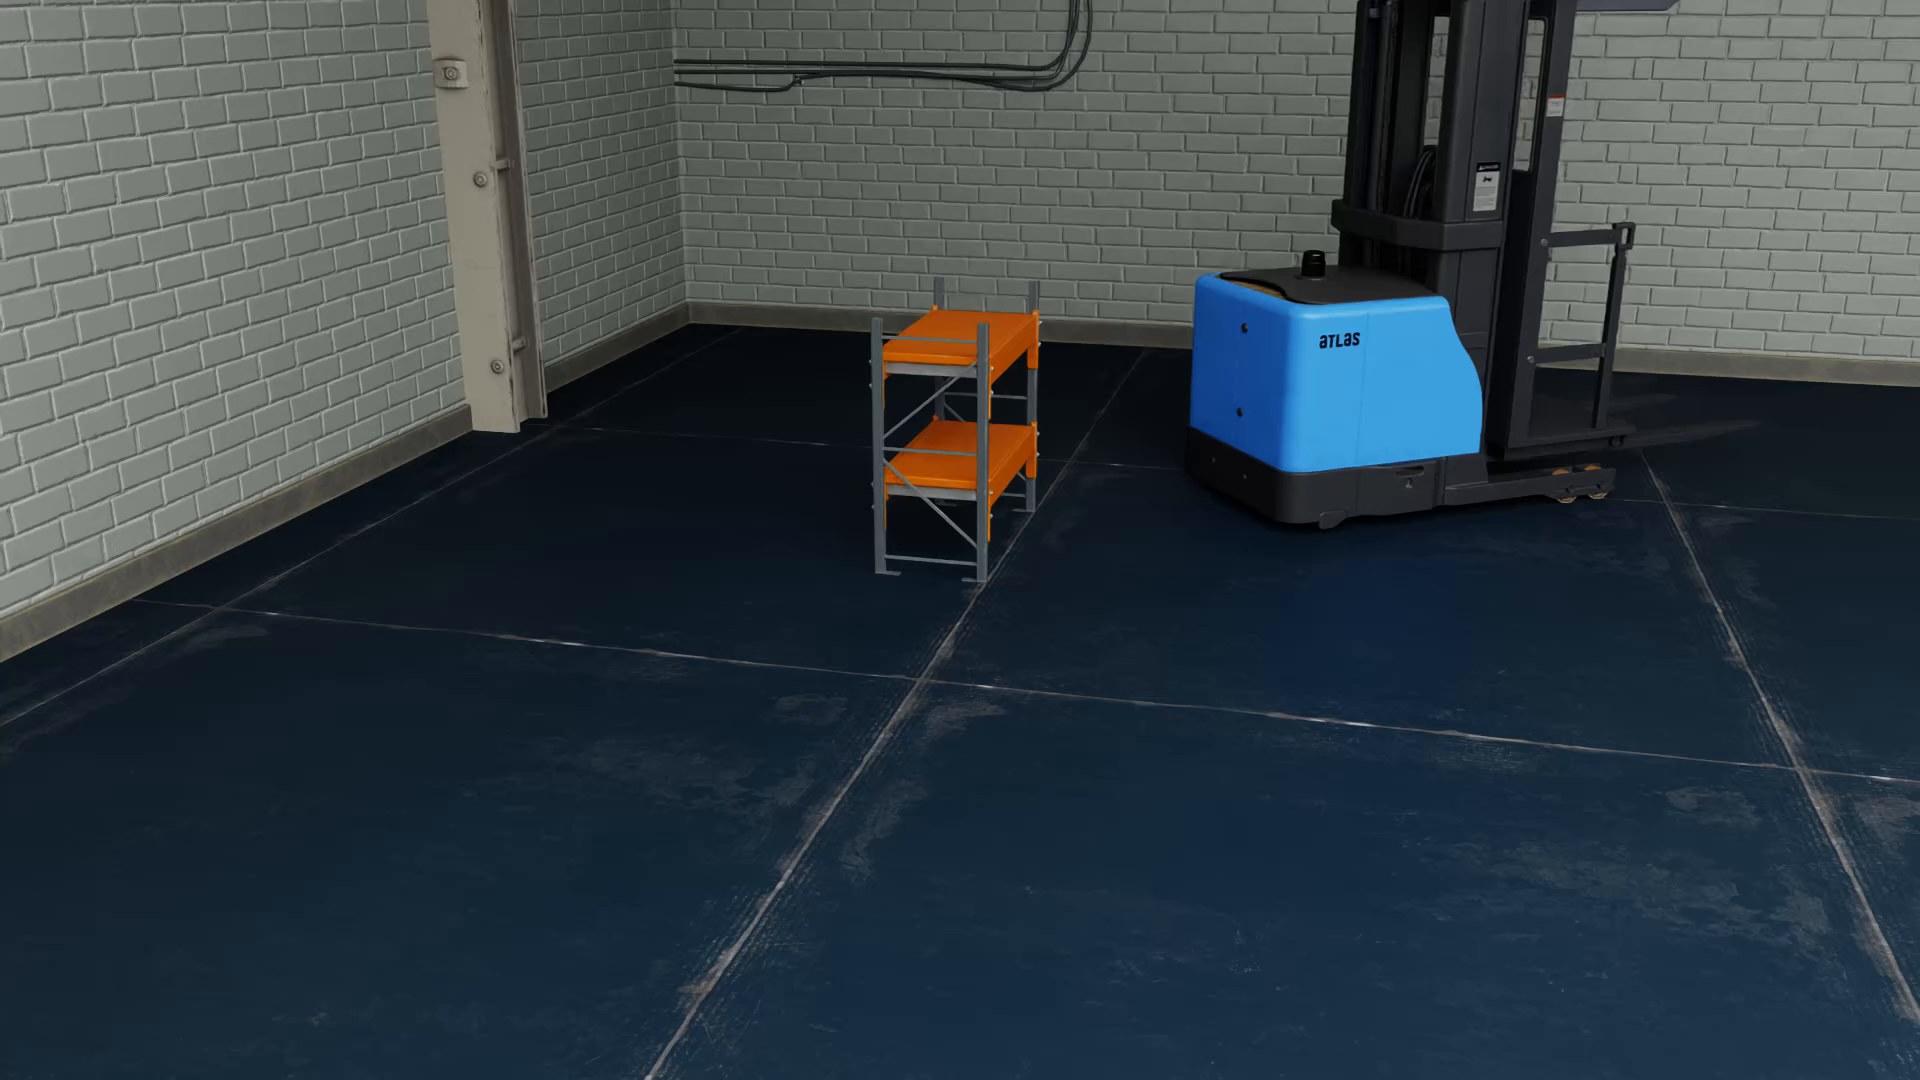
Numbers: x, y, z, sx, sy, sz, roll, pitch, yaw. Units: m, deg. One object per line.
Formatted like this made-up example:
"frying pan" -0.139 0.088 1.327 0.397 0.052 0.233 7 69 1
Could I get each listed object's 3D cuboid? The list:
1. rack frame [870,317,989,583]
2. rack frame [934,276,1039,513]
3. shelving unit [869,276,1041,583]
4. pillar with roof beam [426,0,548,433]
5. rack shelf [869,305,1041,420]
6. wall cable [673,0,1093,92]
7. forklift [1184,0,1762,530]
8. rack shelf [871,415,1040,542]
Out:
"rack frame" -0.126 -0.371 7.033 0.500 1.125 0.032 5 19 13
"rack frame" 0.123 -0.690 7.966 0.500 1.125 0.032 5 19 13
"shelving unit" -0.002 -0.530 7.500 0.538 1.125 1.048 5 19 13
"pillar with roof beam" 1.545 -4.602 7.239 9.100 9.000 0.400 5 19 13
"rack shelf" -0.002 -0.807 7.405 0.538 0.278 1.000 5 19 13
"wall cable" -0.628 -4.291 11.133 3.097 2.526 0.112 5 19 13
"forklift" 2.719 -1.718 8.183 3.031 2.935 1.130 -7 20 -20
"rack shelf" -0.002 -0.299 7.579 0.538 0.278 1.000 5 19 13
